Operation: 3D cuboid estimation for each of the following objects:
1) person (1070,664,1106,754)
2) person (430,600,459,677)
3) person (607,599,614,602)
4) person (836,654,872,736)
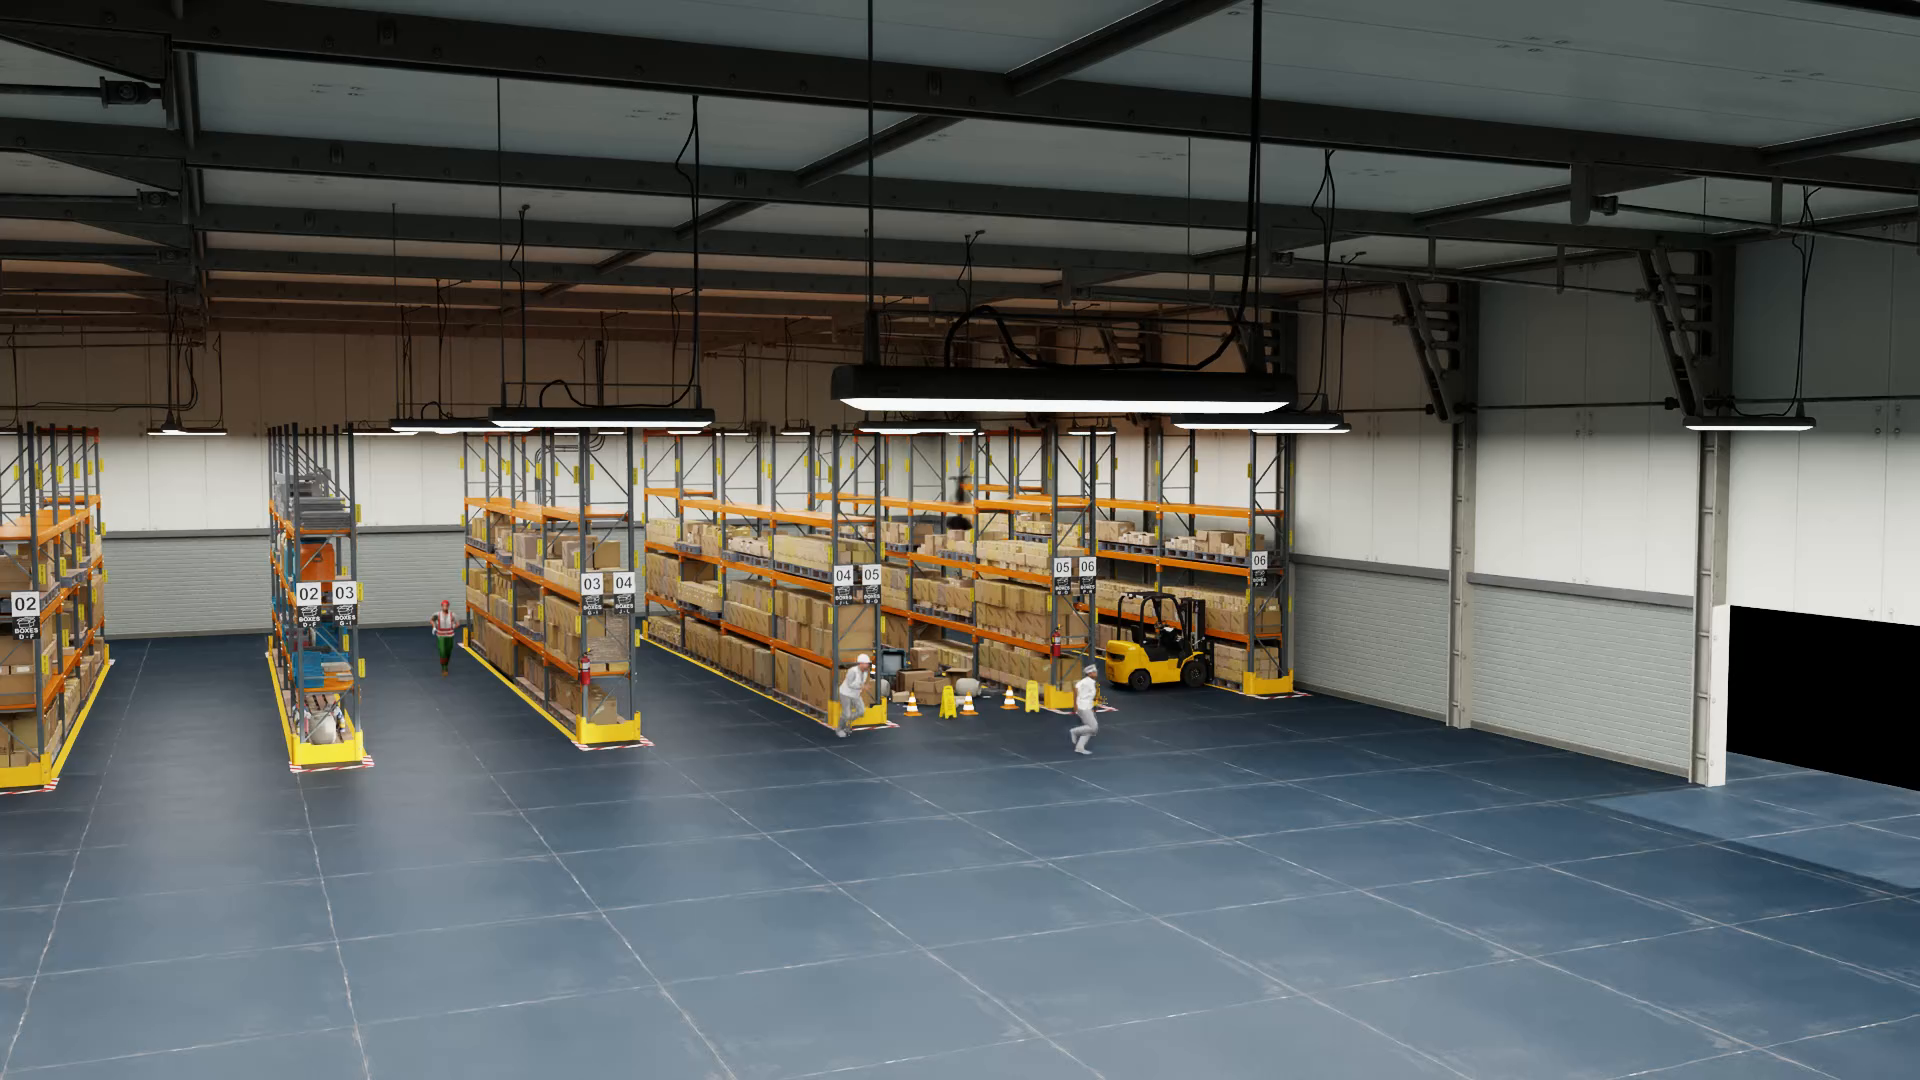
[{"bbox_3d":[2.327,3.070,30.181,0.633,1.648,0.616,1,4,20],"label":"person"},{"bbox_3d":[-12.461,2.350,40.279,0.652,1.805,0.983,-2,4,-24],"label":"person"},{"bbox_3d":[-9.984,1.969,47.572,0.732,1.743,0.727,0,3,-2],"label":"person"},{"bbox_3d":[-1.997,2.964,31.845,0.879,1.609,0.684,2,4,35],"label":"person"}]
